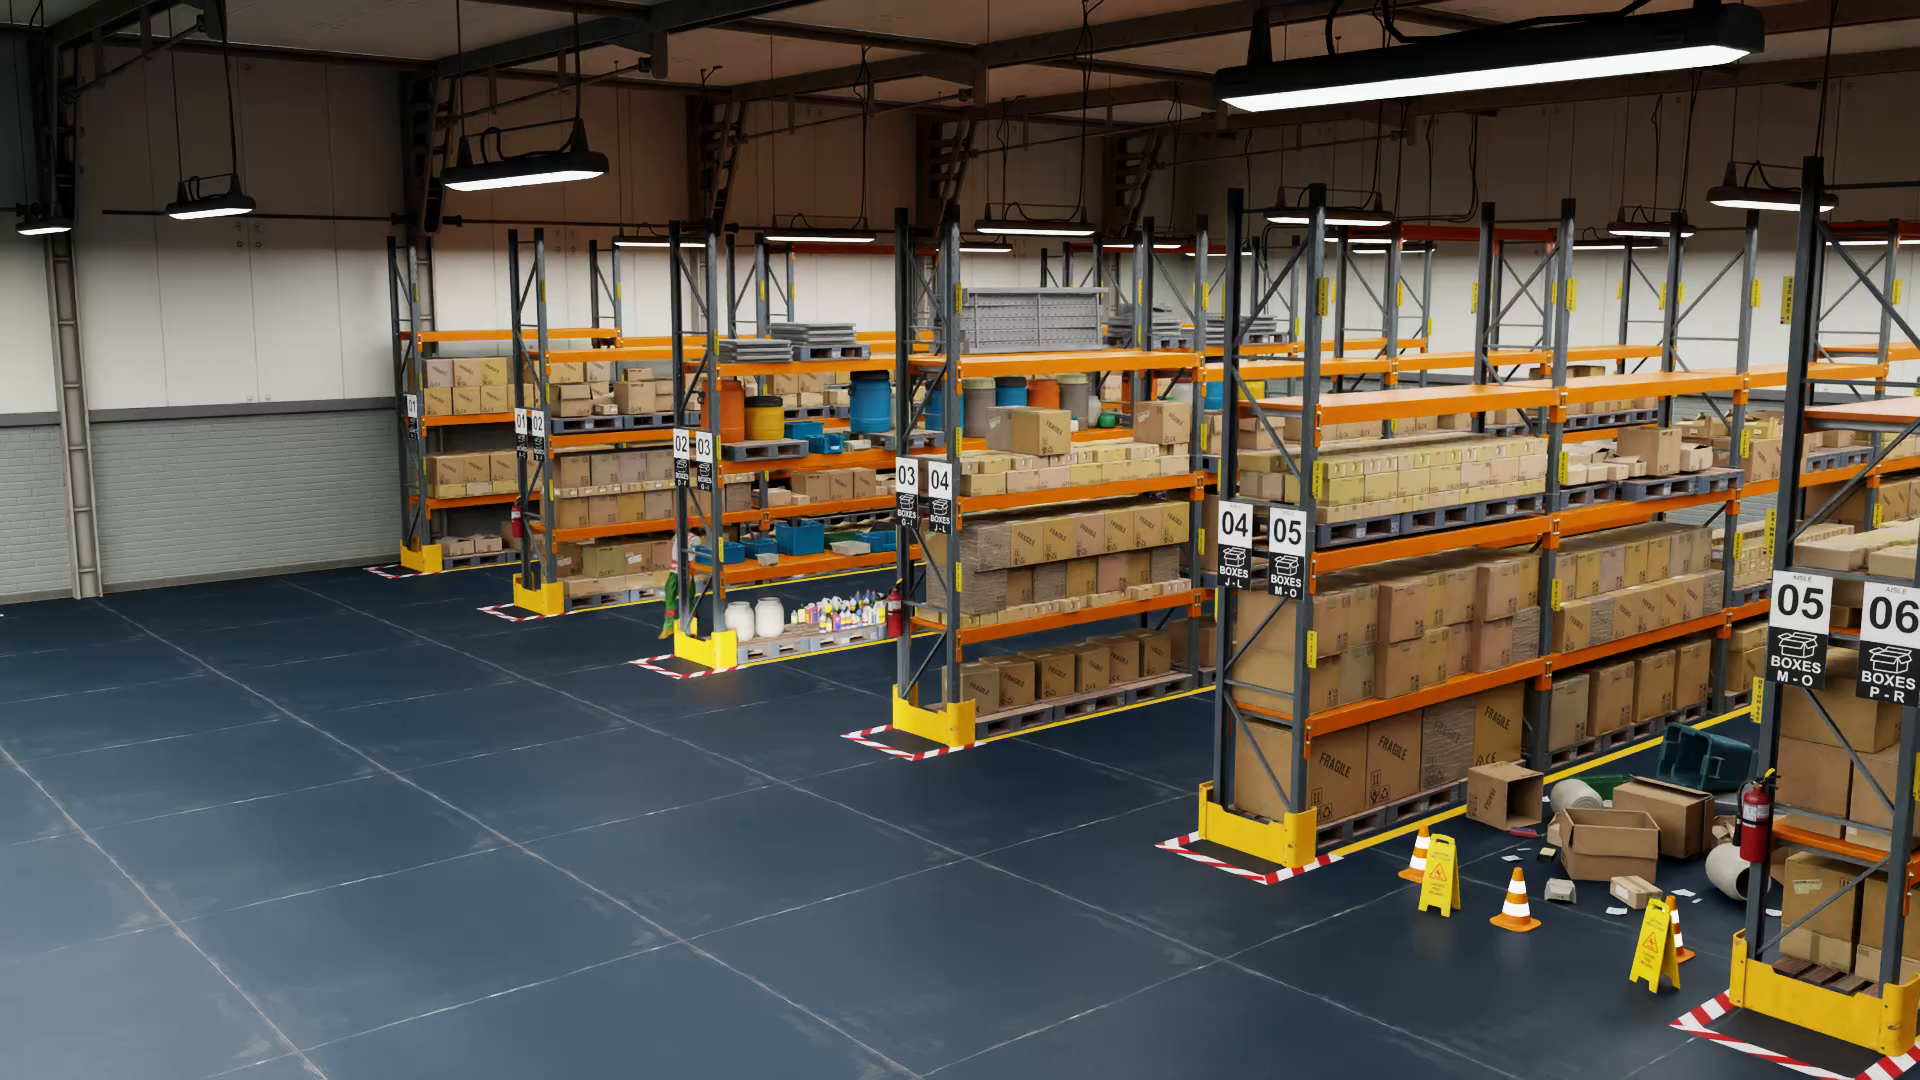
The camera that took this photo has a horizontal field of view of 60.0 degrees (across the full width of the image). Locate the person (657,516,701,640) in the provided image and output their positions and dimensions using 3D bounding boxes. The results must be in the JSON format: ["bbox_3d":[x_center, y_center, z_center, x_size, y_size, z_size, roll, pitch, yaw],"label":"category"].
[{"bbox_3d":[-4.150,0.550,24.489,0.569,1.813,0.694,4,10,25],"label":"person"}]
